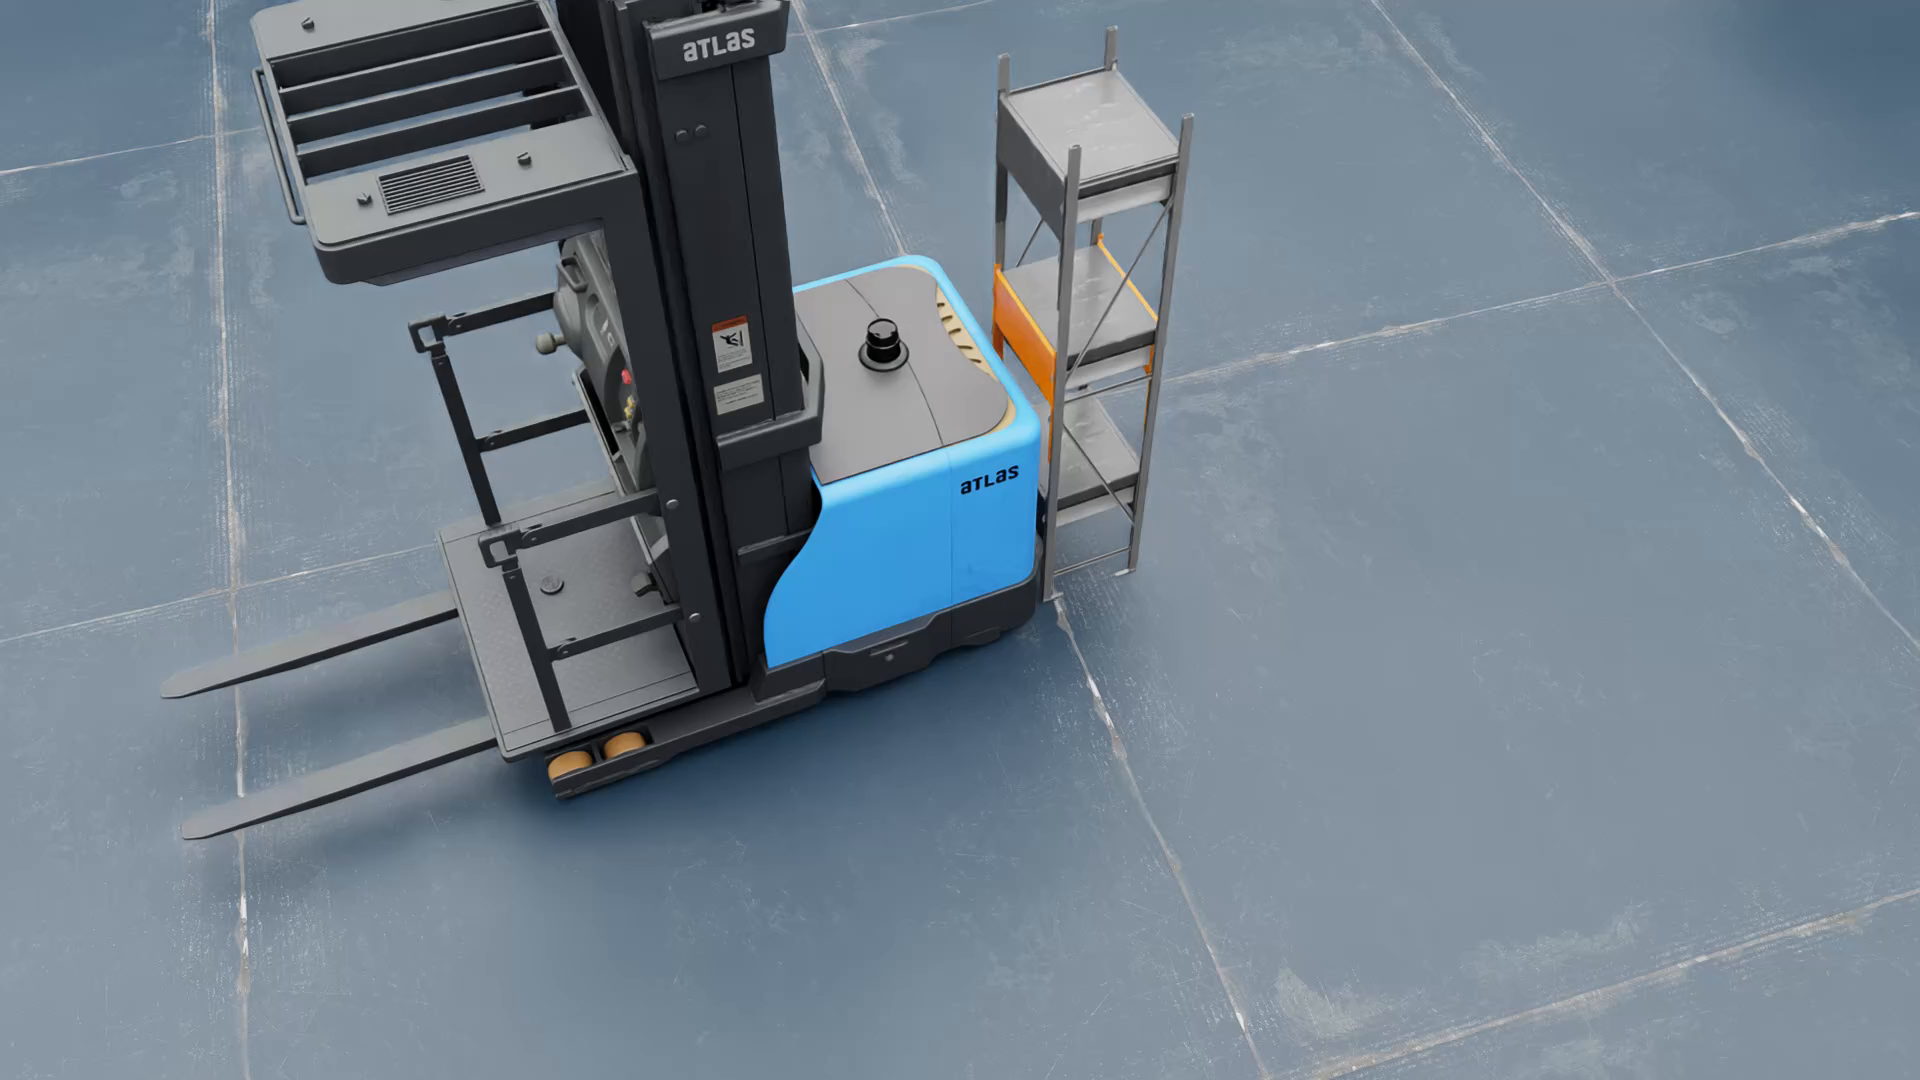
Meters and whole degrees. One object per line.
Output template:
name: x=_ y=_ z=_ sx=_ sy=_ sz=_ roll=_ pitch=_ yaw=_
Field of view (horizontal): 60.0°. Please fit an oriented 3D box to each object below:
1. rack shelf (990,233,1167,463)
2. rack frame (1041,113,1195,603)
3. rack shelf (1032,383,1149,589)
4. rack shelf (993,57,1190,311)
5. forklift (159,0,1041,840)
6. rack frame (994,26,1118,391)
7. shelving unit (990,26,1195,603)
rack shelf: x=0.399 y=-0.664 z=5.744 sx=0.431 sy=0.518 sz=0.480 roll=-18 pitch=52 yaw=-15
rack frame: x=0.496 y=-0.501 z=5.589 sx=0.400 sy=2.100 sz=0.015 roll=-18 pitch=52 yaw=-15
rack shelf: x=0.399 y=-0.213 z=6.279 sx=0.431 sy=0.518 sz=0.480 roll=-18 pitch=52 yaw=-15
rack shelf: x=0.399 y=-1.115 z=5.209 sx=0.431 sy=0.518 sz=0.480 roll=-18 pitch=52 yaw=-15
forklift: x=-1.281 y=-0.519 z=5.060 sx=3.031 sy=2.935 sz=1.130 roll=-18 pitch=52 yaw=-15
rack frame: x=0.302 y=-0.844 z=5.878 sx=0.400 sy=2.100 sz=0.015 roll=-18 pitch=52 yaw=-15
shelving unit: x=0.399 y=-0.673 z=5.733 sx=0.431 sy=2.100 sz=0.503 roll=-18 pitch=52 yaw=-15
